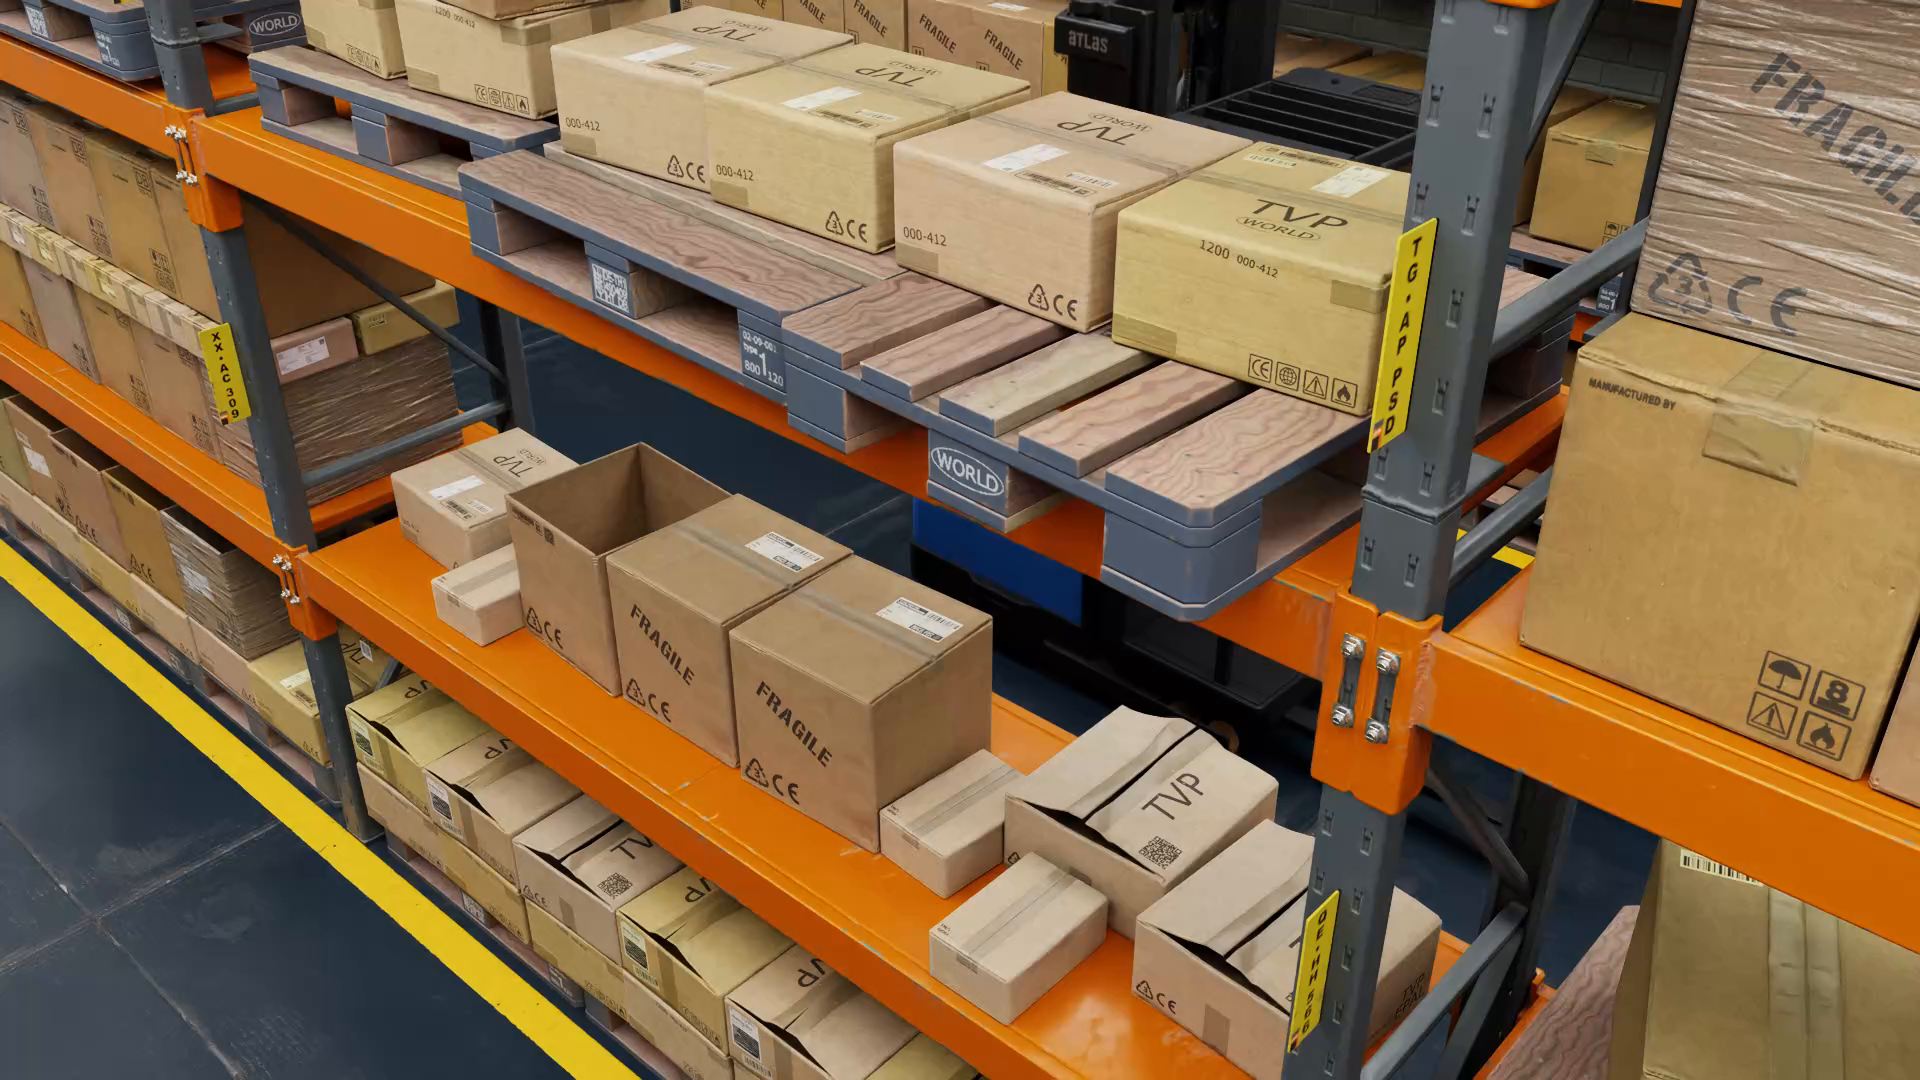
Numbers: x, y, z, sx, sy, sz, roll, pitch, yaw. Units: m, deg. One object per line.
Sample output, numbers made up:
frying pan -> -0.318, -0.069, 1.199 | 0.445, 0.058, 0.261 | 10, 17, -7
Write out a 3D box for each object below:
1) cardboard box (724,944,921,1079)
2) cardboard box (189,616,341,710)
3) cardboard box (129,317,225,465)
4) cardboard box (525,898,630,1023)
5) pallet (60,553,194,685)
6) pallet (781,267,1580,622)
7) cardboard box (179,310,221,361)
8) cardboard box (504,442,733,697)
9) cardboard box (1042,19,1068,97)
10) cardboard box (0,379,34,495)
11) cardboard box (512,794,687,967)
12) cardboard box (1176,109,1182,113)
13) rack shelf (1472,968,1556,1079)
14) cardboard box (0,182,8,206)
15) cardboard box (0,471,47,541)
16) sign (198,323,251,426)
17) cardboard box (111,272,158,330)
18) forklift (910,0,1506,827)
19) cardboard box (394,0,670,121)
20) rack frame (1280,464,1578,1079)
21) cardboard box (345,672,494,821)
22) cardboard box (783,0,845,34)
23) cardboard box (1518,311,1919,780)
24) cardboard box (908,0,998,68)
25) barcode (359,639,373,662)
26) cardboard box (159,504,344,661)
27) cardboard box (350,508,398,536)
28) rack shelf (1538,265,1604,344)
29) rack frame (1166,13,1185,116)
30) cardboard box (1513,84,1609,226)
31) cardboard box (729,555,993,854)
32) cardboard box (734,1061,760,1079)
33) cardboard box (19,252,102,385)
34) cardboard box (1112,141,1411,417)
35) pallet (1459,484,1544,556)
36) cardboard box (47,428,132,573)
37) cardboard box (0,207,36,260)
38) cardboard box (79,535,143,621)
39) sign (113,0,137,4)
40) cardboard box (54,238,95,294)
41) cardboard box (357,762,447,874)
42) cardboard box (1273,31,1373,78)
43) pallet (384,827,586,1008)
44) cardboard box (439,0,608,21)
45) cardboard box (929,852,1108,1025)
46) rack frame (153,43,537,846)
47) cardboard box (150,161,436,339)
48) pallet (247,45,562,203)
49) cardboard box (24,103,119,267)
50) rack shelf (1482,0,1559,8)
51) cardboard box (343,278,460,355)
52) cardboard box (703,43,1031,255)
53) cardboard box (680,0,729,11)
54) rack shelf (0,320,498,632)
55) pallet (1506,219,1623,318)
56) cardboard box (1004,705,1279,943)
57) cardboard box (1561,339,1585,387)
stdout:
cardboard box -> -0.321, 1.368, 4.785 | 0.500, 0.311, 0.500 | 25, 39, 35
cardboard box -> -2.825, 0.410, 6.920 | 0.500, 0.250, 0.500 | 25, 39, 35
cardboard box -> -2.699, -0.708, 6.422 | 0.500, 0.500, 0.700 | 25, 39, 35
cardboard box -> -1.074, 1.254, 5.518 | 0.500, 0.250, 0.500 | 24, 38, 34
pallet -> -3.441, 0.147, 7.801 | 1.213, 0.211, 1.003 | 25, 39, 35
pallet -> 0.432, -0.355, 3.206 | 1.003, 0.211, 1.213 | 27, 40, 37
cardboard box -> -2.498, -0.754, 5.868 | 0.250, 0.149, 0.380 | 24, 39, 34
cardboard box -> -1.022, 0.077, 5.117 | 0.500, 0.500, 0.500 | -26, 40, -36
cardboard box -> 0.793, -2.541, 8.961 | 0.500, 0.500, 0.500 | 25, 39, 35
cardboard box -> -4.316, -0.599, 7.868 | 0.500, 0.500, 0.500 | 25, 39, 35
cardboard box -> -1.079, 1.016, 5.370 | 0.500, 0.311, 0.500 | 24, 38, 34
cardboard box -> 1.146, -2.419, 9.486 | 0.500, 0.250, 0.500 | 26, 39, 36
rack shelf -> 2.478, 2.050, 2.633 | 4.000, 0.370, 1.077 | 25, 39, 35
cardboard box -> -3.792, -1.779, 6.941 | 0.500, 0.500, 0.700 | 25, 39, 35
cardboard box -> -4.315, -0.278, 8.063 | 0.500, 0.250, 0.500 | 25, 39, 35
sign -> -2.342, -0.526, 5.300 | 0.005, 0.325, 0.100 | 25, 39, 35
cardboard box -> -2.889, -0.934, 6.167 | 0.250, 0.149, 0.380 | 25, 39, 35
forklift -> 1.186, -0.660, 6.505 | 3.031, 2.935, 1.130 | 26, 40, 36
cardboard box -> -1.111, -1.329, 4.380 | 0.500, 0.250, 0.500 | 21, 37, 31
rack frame -> 0.995, 1.050, 3.598 | 0.127, 3.000, 1.000 | 25, 39, 35
cardboard box -> -1.831, 0.662, 5.958 | 0.500, 0.311, 0.500 | 25, 39, 35
cardboard box -> -0.724, -3.244, 10.129 | 0.500, 0.500, 0.500 | 24, 38, 34
cardboard box -> 1.341, -0.140, 2.569 | 0.500, 0.500, 0.910 | 25, 39, 35
cardboard box -> 0.053, -2.890, 9.541 | 0.500, 0.500, 0.500 | 24, 38, 34
barcode -> -2.061, 0.384, 5.770 | 0.075, 0.075, 0.001 | 25, 39, 35
cardboard box -> -2.824, 0.088, 6.727 | 0.500, 0.500, 0.500 | 25, 39, 35
cardboard box -> -2.104, 0.062, 6.770 | 0.500, 0.500, 0.500 | 25, 39, 35
rack shelf -> 2.834, -1.230, 8.082 | 4.000, 0.370, 1.077 | 25, 39, 35
rack frame -> 1.351, -2.230, 9.046 | 0.127, 3.000, 1.000 | 25, 39, 35
cardboard box -> 2.624, -1.860, 7.908 | 0.700, 0.500, 0.500 | -23, 38, -33
cardboard box -> -0.260, 0.433, 4.526 | 0.500, 0.500, 0.500 | 23, 38, 33
cardboard box -> -0.314, 1.607, 4.931 | 0.500, 0.250, 0.500 | 26, 40, 36
cardboard box -> -3.449, -1.060, 7.006 | 0.500, 0.500, 0.700 | 26, 40, 36
cardboard box -> 0.621, -0.486, 2.979 | 0.500, 0.250, 0.500 | 22, 37, 32
pallet -> 2.838, -0.344, 8.617 | 1.213, 0.211, 1.003 | 25, 39, 35
cardboard box -> -3.578, -0.251, 7.291 | 0.500, 0.500, 0.500 | 25, 39, 35
cardboard box -> -3.651, -1.289, 6.757 | 0.250, 0.149, 0.380 | 25, 39, 36
cardboard box -> -3.577, 0.070, 7.485 | 0.500, 0.250, 0.500 | 25, 39, 35
sign -> -2.342, -1.662, 4.616 | 0.005, 0.325, 0.100 | 25, 39, 35
cardboard box -> -3.256, -1.107, 6.455 | 0.250, 0.149, 0.380 | 26, 40, 36
cardboard box -> -1.838, 0.898, 6.109 | 0.500, 0.250, 0.500 | 24, 38, 34
cardboard box -> 1.705, -2.272, 8.592 | 0.500, 0.500, 0.700 | 25, 39, 35
pallet -> -1.398, 1.100, 6.218 | 1.213, 0.211, 1.003 | 25, 39, 35
cardboard box -> -1.102, -1.640, 4.168 | 0.500, 0.500, 0.500 | -25, 39, -35
cardboard box -> 0.143, 0.952, 4.004 | 0.250, 0.149, 0.380 | 25, 39, 35
rack frame -> -1.971, -0.334, 5.897 | 0.127, 3.000, 1.000 | 25, 39, 35
cardboard box -> -2.304, -1.084, 5.788 | 0.500, 0.500, 0.700 | 25, 39, 35
pallet -> -1.308, -1.237, 4.674 | 1.217, 0.209, 0.805 | 23, 38, 33
cardboard box -> -3.050, -1.432, 6.366 | 0.500, 0.500, 0.700 | 25, 39, 35
rack shelf -> 2.478, -0.349, 1.189 | 4.000, 0.370, 1.077 | 25, 39, 35
cardboard box -> -2.040, -0.822, 5.982 | 0.250, 0.149, 0.380 | 25, 39, 35
cardboard box -> -0.196, -0.863, 3.605 | 0.500, 0.250, 0.500 | 24, 39, 34
cardboard box -> -1.463, -3.600, 10.720 | 0.500, 0.500, 0.500 | 25, 39, 35
rack shelf -> -3.454, -0.718, 7.233 | 4.000, 0.370, 1.077 | 25, 39, 35
pallet -> 2.821, -1.433, 7.908 | 1.213, 0.211, 1.003 | 25, 39, 35
cardboard box -> 0.462, 0.705, 4.258 | 0.500, 0.311, 0.500 | 25, 39, 35
cardboard box -> 2.982, -0.911, 8.125 | 0.500, 0.250, 0.500 | 25, 39, 35
